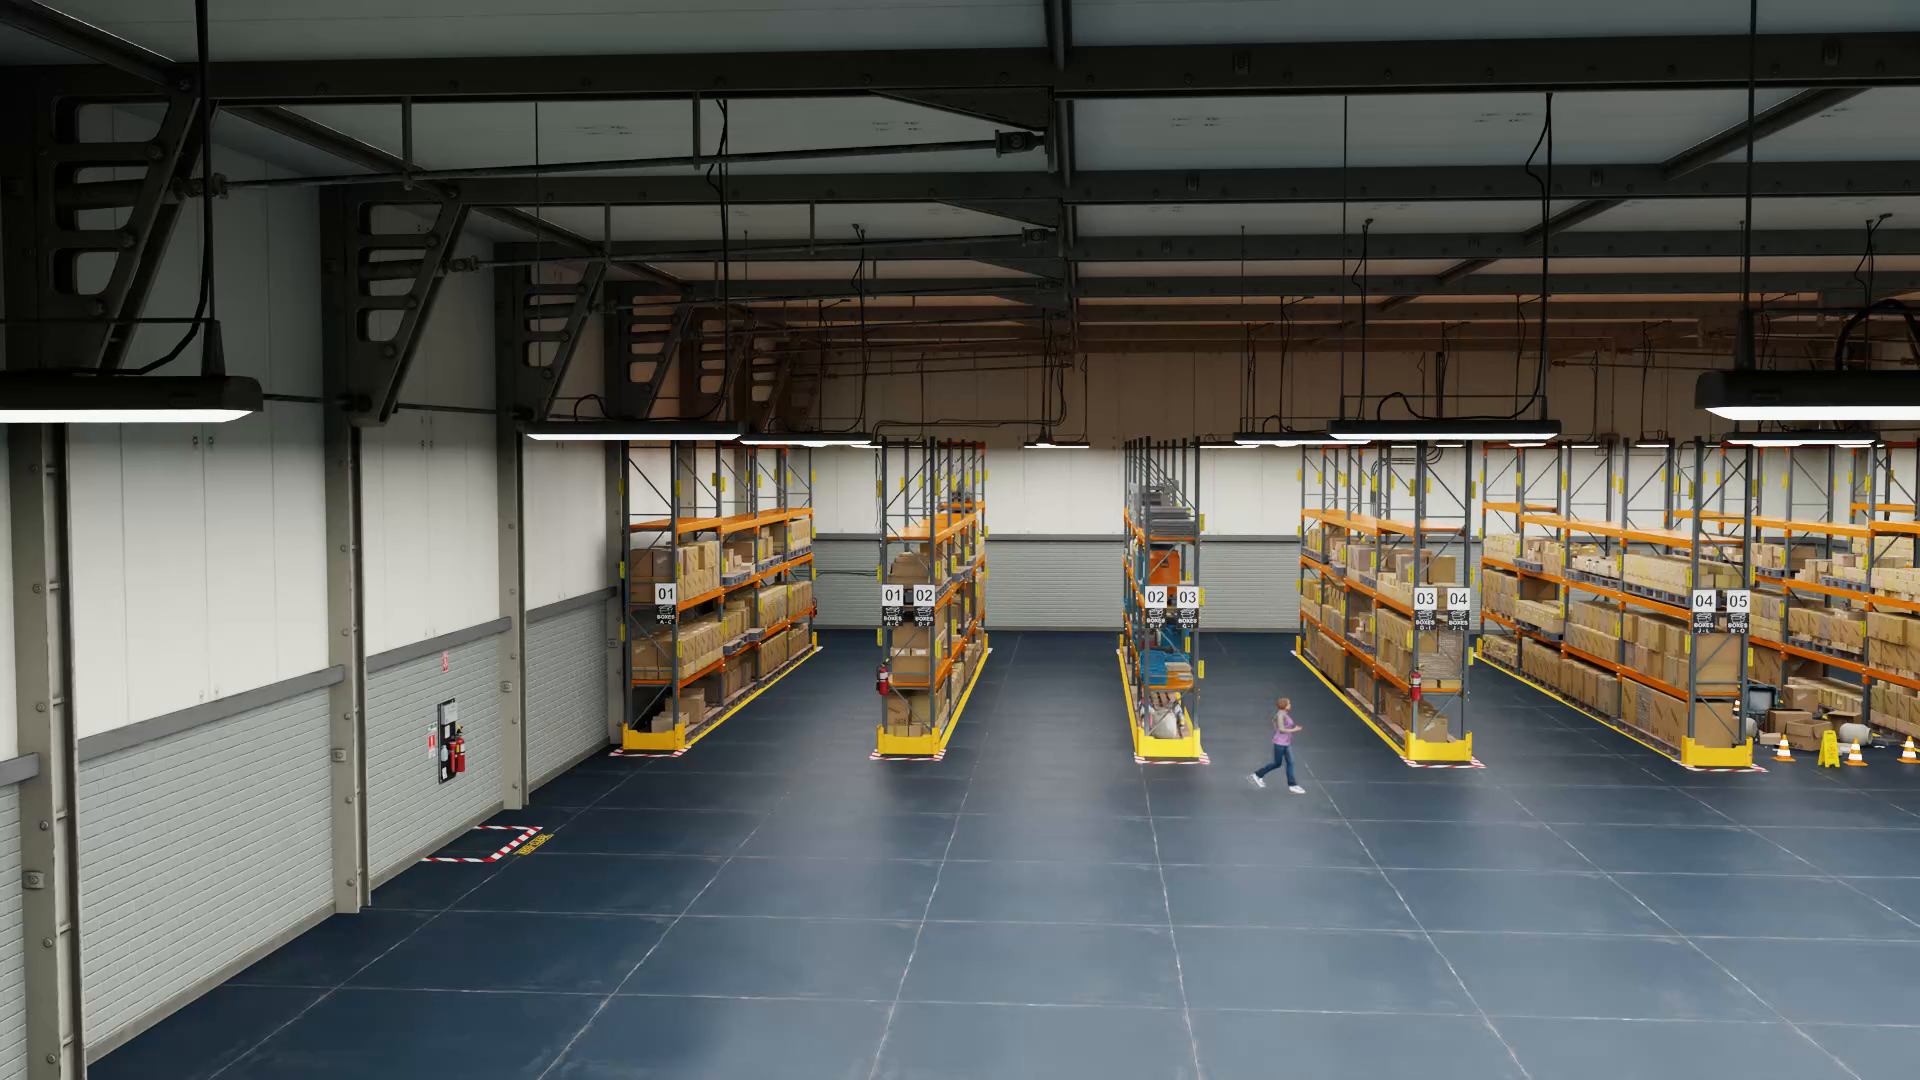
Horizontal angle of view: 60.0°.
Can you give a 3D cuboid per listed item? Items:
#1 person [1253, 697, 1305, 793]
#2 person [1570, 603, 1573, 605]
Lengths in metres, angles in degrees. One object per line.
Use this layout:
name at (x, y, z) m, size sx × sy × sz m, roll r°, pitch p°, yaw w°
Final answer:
person at (5.347, 3.462, 27.807) m, size 0.881 × 1.488 × 0.537 m, roll 1°, pitch 3°, yaw 24°
person at (16.775, 2.503, 45.608) m, size 0.521 × 1.567 × 0.540 m, roll -1°, pitch 3°, yaw -16°
